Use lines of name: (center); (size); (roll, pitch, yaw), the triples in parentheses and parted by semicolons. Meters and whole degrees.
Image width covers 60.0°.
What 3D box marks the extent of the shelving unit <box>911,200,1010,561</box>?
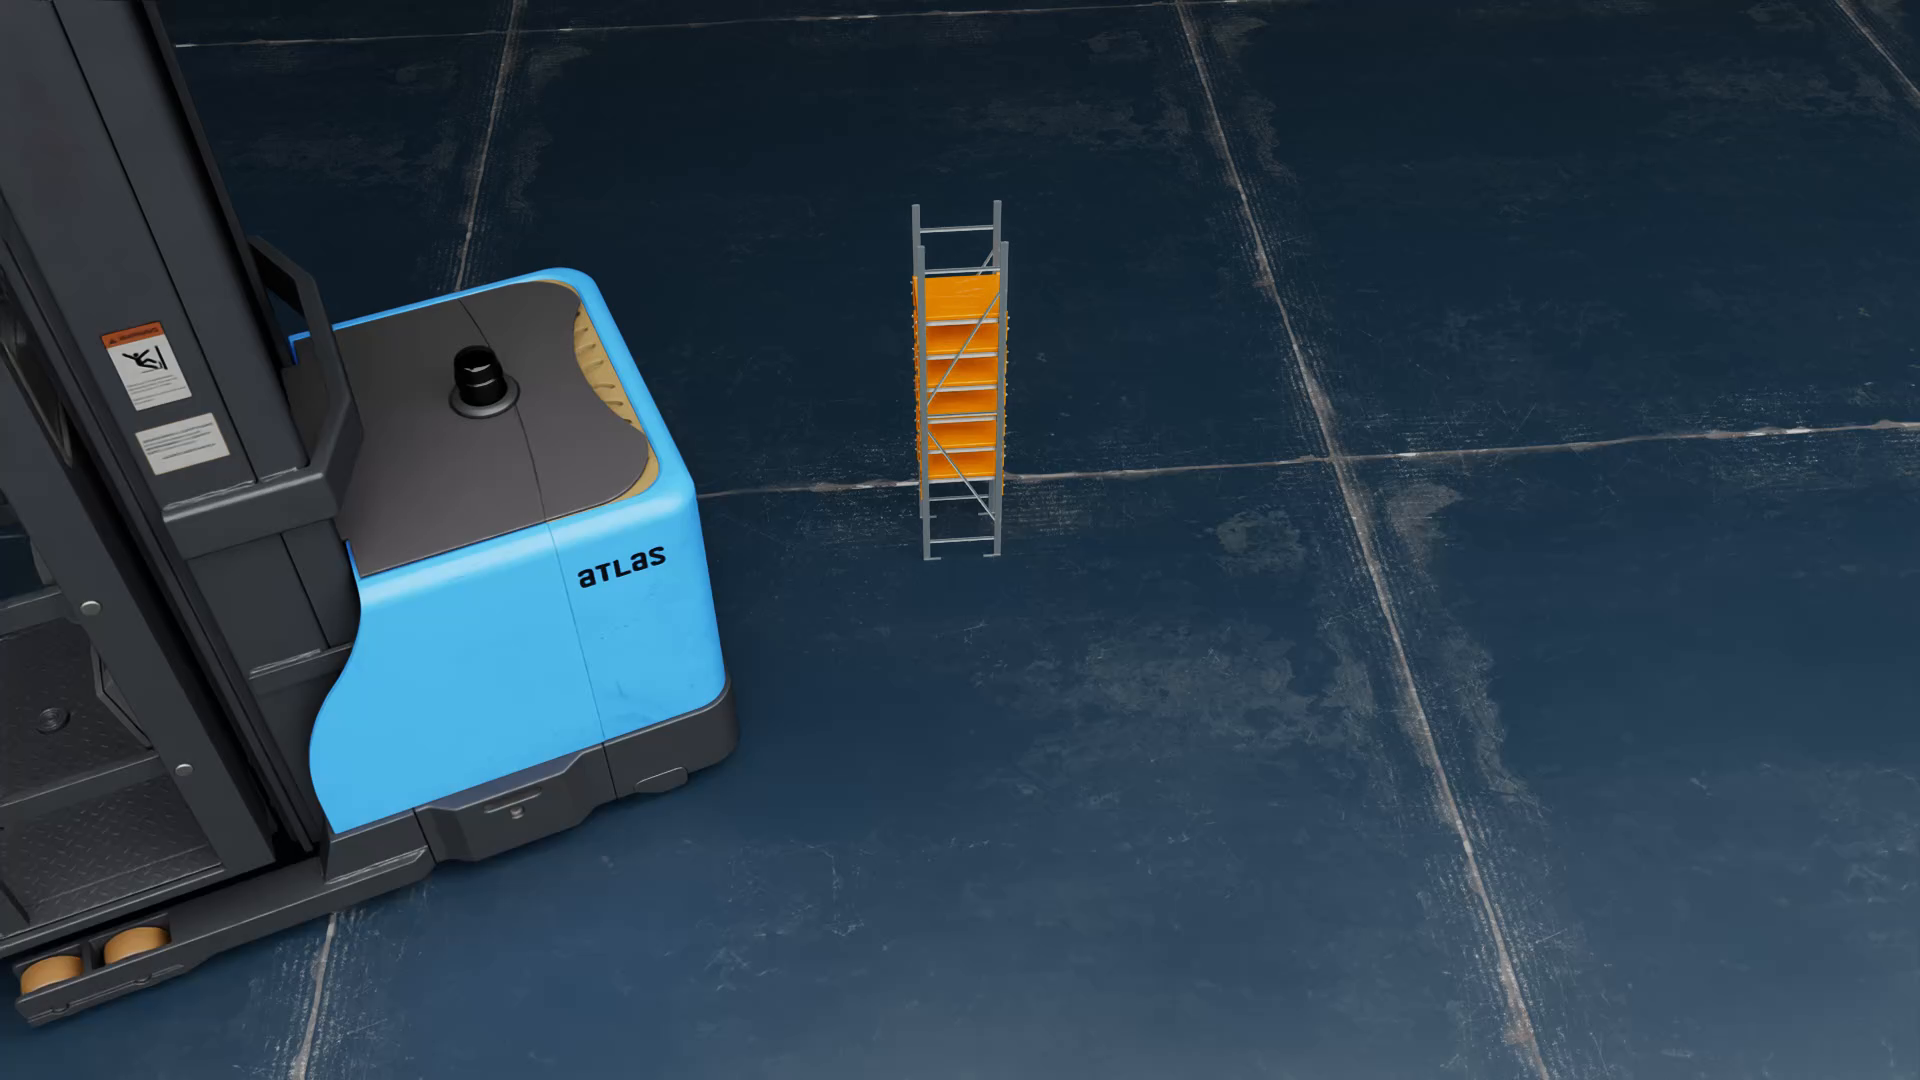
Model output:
shelving unit: (-0.001, -0.423, 4.824); (0.258, 1.200, 0.189); (-3, 47, -3)

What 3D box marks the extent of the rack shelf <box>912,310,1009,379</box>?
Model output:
rack shelf: (-0.001, -0.558, 4.682); (0.258, 0.103, 0.180); (-3, 47, -3)

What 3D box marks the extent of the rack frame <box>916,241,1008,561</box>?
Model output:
rack frame: (0.006, -0.357, 4.762); (0.240, 1.200, 0.006); (-3, 47, -3)

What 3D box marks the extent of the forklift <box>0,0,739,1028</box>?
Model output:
forklift: (-2.176, -0.264, 3.481); (3.031, 2.935, 1.130); (-18, 49, -17)

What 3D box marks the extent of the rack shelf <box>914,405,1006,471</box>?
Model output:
rack shelf: (-0.001, -0.310, 4.944); (0.258, 0.103, 0.180); (-3, 47, -3)

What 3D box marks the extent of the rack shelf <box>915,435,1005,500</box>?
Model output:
rack shelf: (-0.001, -0.227, 5.031); (0.258, 0.103, 0.180); (-3, 47, -3)

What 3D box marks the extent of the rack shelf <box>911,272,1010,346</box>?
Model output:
rack shelf: (-0.001, -0.640, 4.595); (0.258, 0.103, 0.180); (-3, 47, -3)

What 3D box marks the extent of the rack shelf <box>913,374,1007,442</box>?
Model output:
rack shelf: (-0.001, -0.392, 4.857); (0.258, 0.103, 0.180); (-3, 47, -3)

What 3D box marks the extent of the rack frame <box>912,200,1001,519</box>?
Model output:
rack frame: (-0.009, -0.489, 4.887); (0.240, 1.200, 0.006); (-3, 47, -3)

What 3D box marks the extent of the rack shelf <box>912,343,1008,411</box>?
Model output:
rack shelf: (-0.001, -0.475, 4.769); (0.258, 0.103, 0.180); (-3, 47, -3)
